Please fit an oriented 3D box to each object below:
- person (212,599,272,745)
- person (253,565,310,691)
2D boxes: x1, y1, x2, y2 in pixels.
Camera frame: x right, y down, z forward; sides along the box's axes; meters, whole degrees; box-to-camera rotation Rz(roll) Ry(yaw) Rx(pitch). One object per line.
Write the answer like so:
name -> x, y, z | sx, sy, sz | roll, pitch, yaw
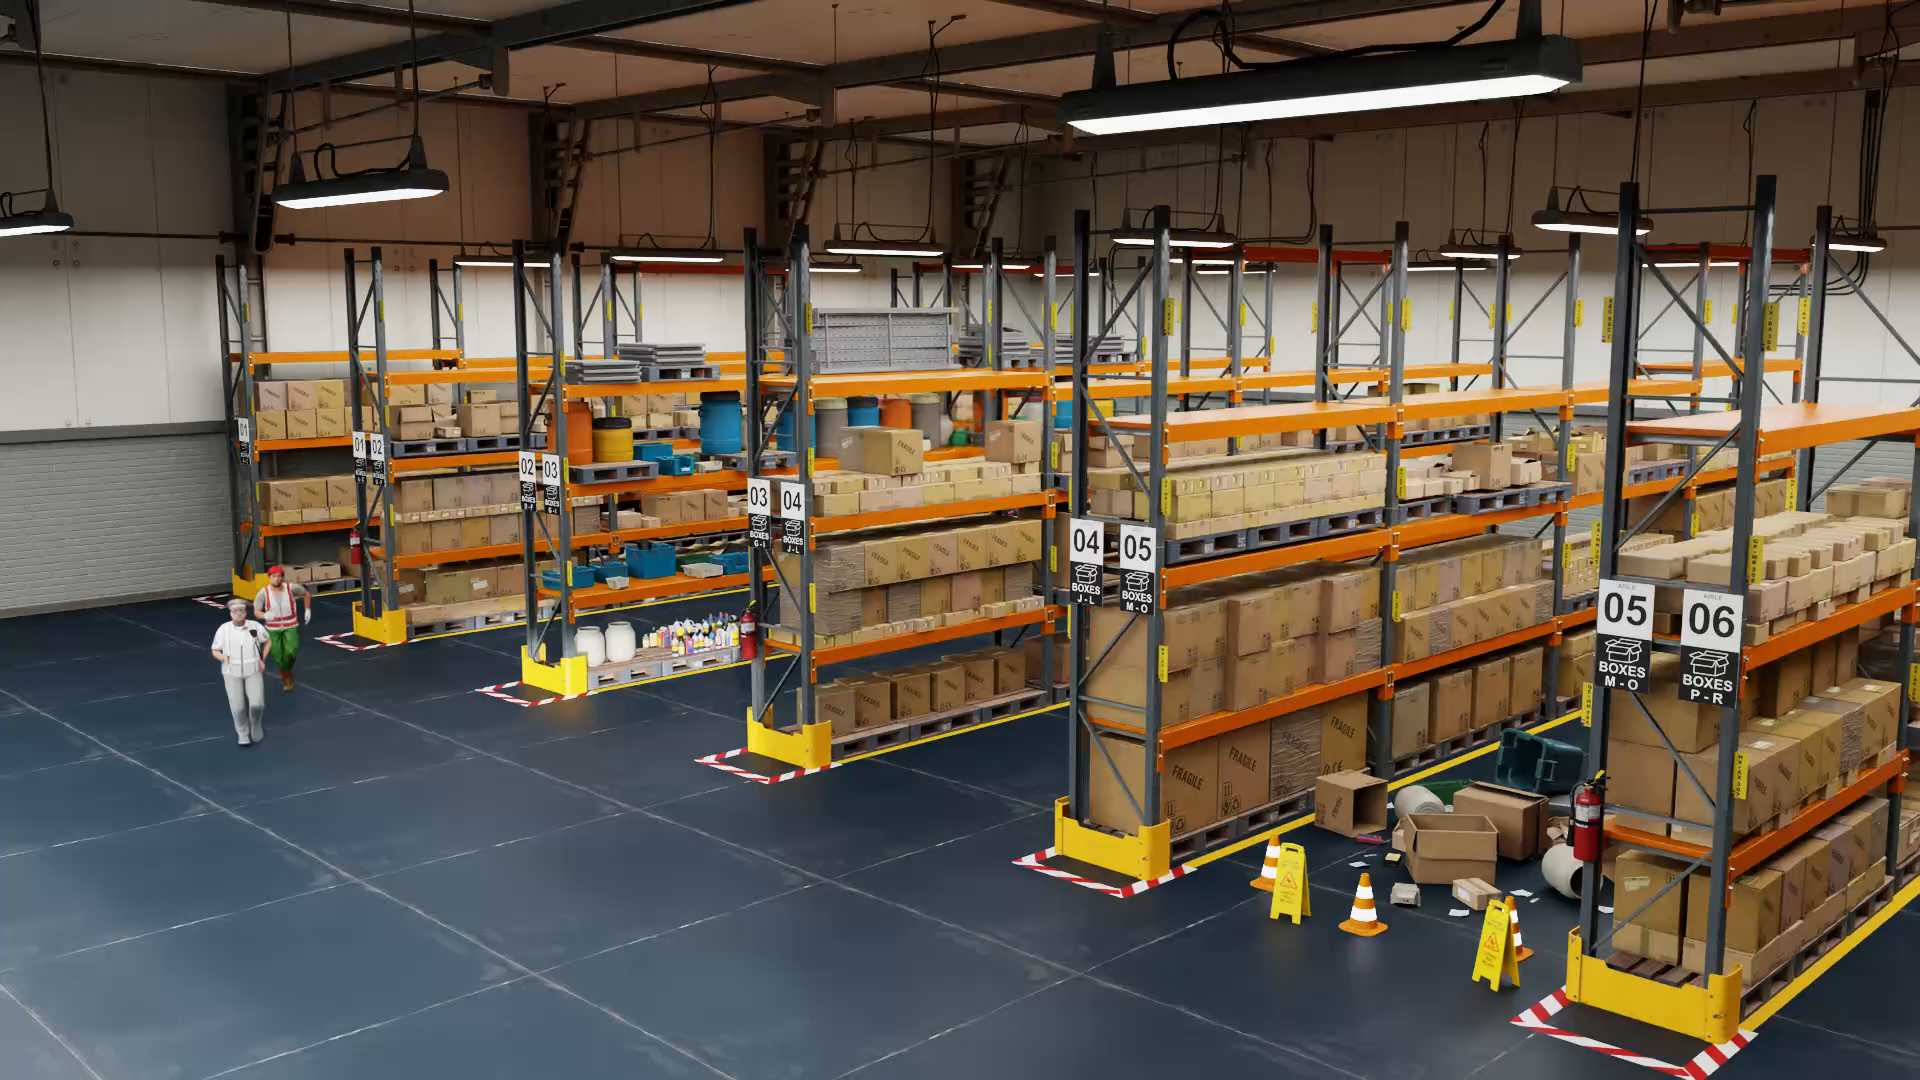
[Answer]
person -> -8.379, 1.551, 19.451 | 0.650, 1.744, 0.602 | -4, 9, -24
person -> -8.973, 1.179, 22.060 | 0.707, 1.727, 0.628 | -3, 9, -23
